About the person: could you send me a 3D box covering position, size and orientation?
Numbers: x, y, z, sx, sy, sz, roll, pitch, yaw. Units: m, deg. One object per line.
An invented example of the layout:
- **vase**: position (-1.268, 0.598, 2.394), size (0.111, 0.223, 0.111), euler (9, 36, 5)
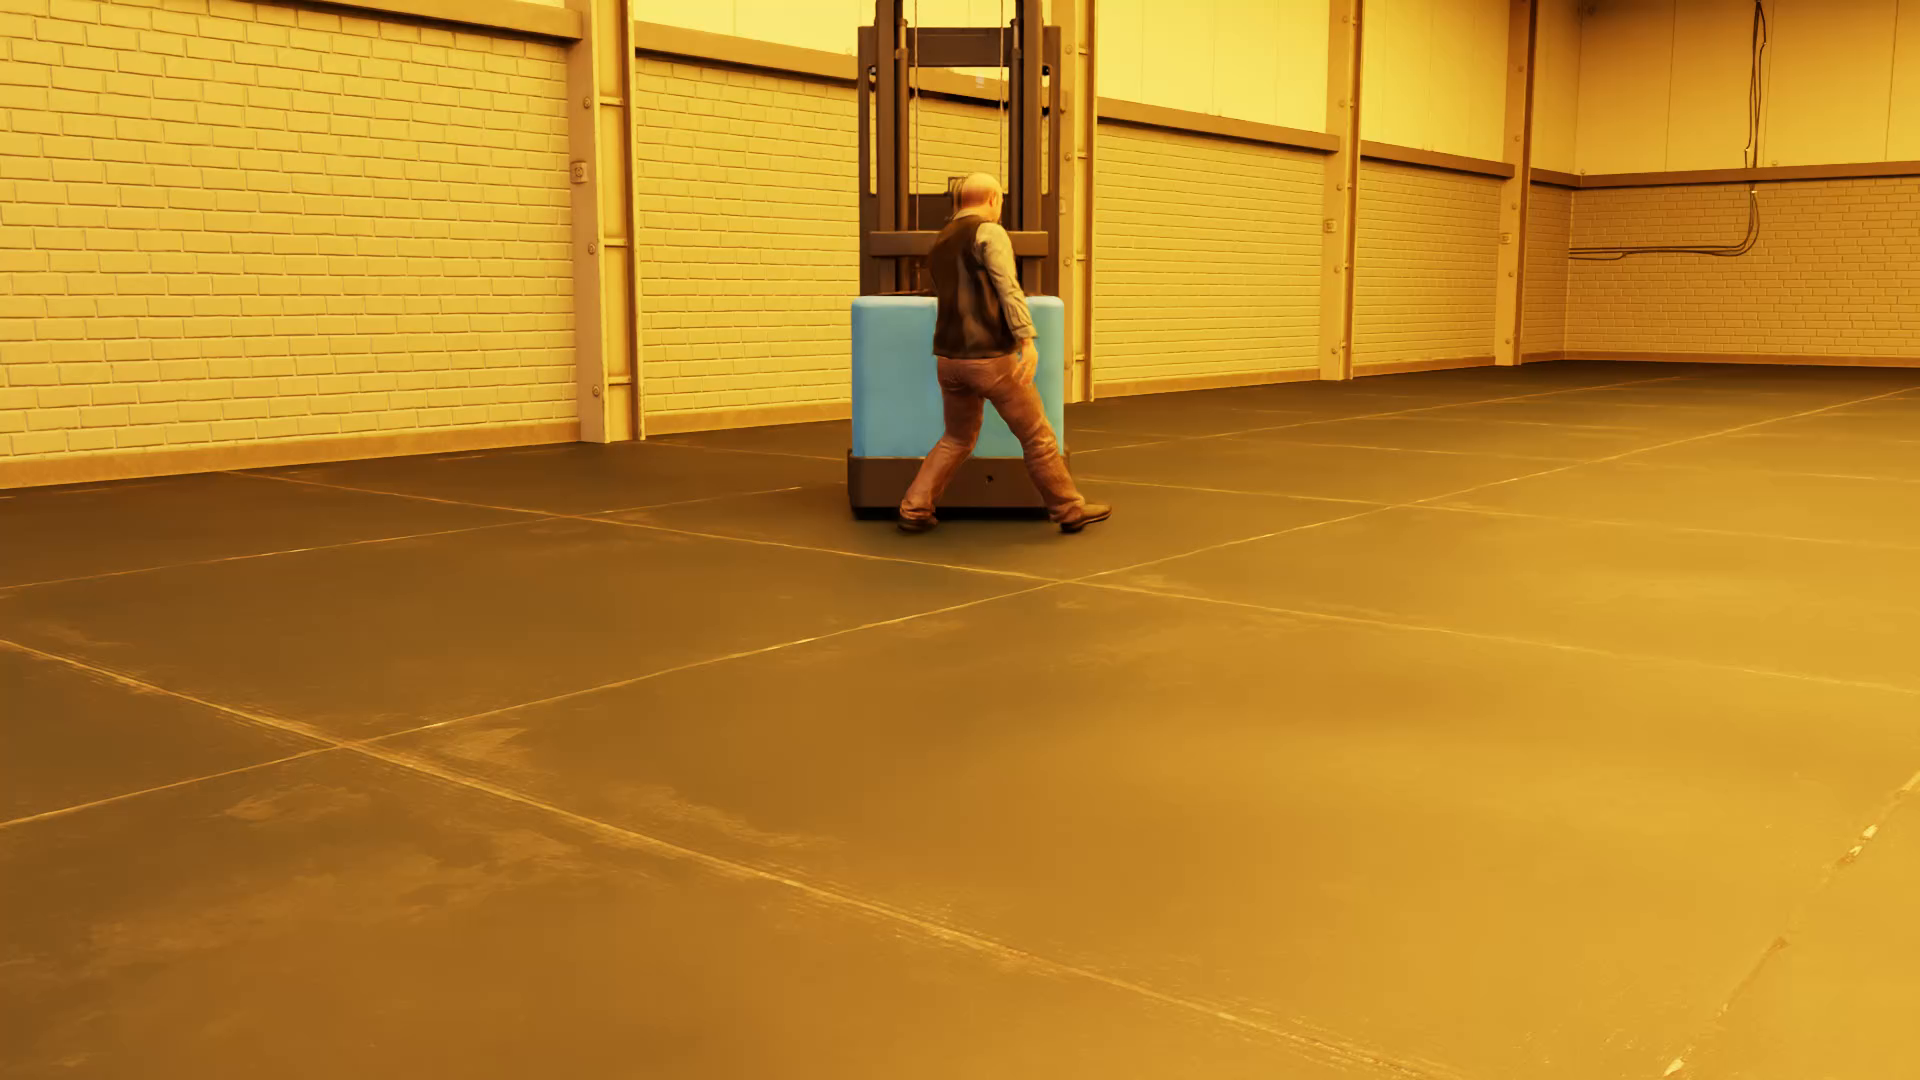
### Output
- **person**: position (0.231, -0.820, 7.556), size (0.889, 1.653, 0.810), euler (-6, 10, -34)

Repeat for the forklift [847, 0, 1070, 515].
- **forklift**: position (-0.002, -1.753, 9.264), size (1.130, 2.935, 3.031), euler (0, 8, 0)
